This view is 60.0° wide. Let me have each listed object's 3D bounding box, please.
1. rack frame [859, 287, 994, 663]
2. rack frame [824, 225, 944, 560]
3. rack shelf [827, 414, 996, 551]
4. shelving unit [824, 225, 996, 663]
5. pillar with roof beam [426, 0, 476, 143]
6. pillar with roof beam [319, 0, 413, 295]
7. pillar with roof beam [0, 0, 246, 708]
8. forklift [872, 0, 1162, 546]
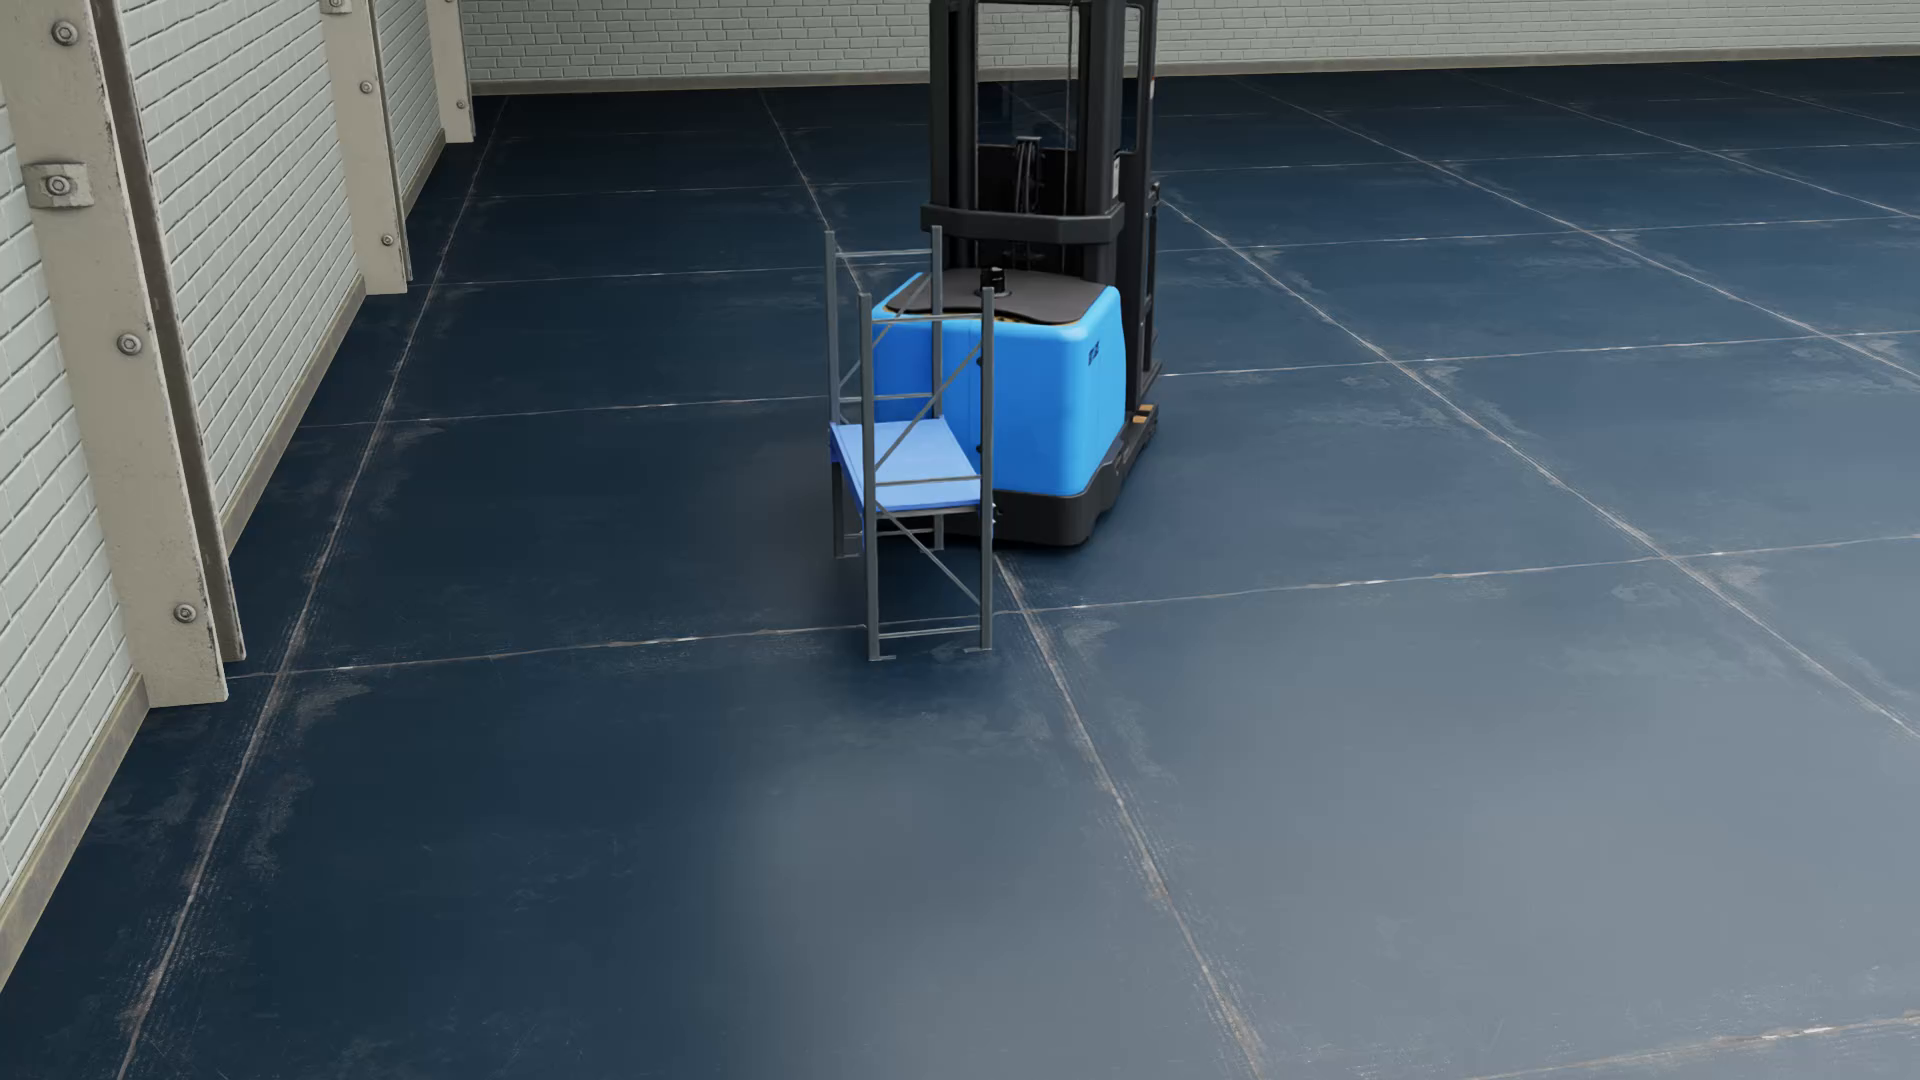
[{"bbox_3d":[-0.121,-0.224,6.389,0.500,1.500,0.032,-5,24,-11],"label":"rack frame"},{"bbox_3d":[-0.324,-0.623,7.302,0.500,1.500,0.032,-5,24,-11],"label":"rack frame"},{"bbox_3d":[-0.222,-0.259,6.918,0.538,0.185,1.000,-5,24,-11],"label":"rack shelf"},{"bbox_3d":[-0.222,-0.423,6.846,0.538,1.500,1.048,-5,24,-11],"label":"shelving unit"},{"bbox_3d":[-0.977,-8.614,16.230,9.100,9.000,0.400,-4,24,-10],"label":"pillar with roof beam"},{"bbox_3d":[0.132,-6.254,10.826,9.100,9.000,0.400,-4,24,-10],"label":"pillar with roof beam"},{"bbox_3d":[1.242,-3.894,5.423,9.100,9.000,0.400,-4,24,-10],"label":"pillar with roof beam"},{"bbox_3d":[0.458,-1.879,8.390,1.130,2.935,3.031,7,24,15],"label":"forklift"}]
